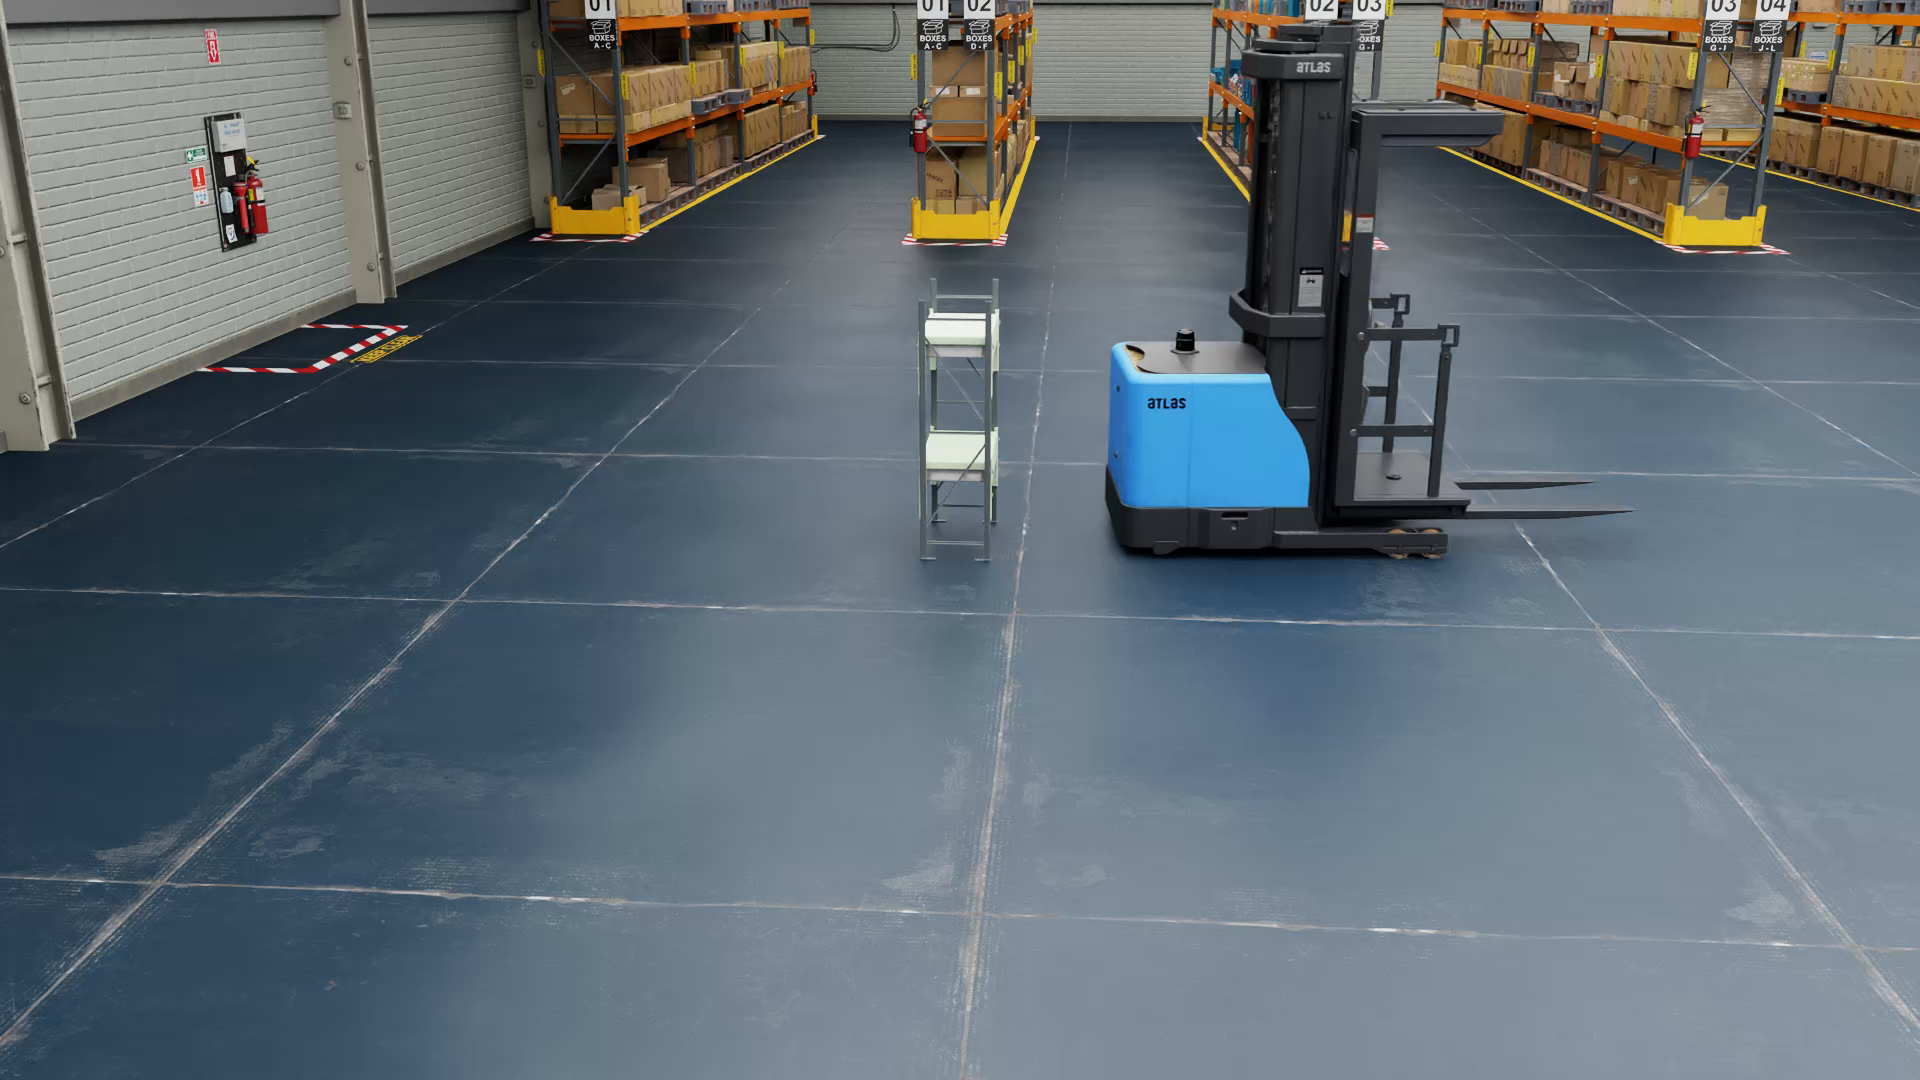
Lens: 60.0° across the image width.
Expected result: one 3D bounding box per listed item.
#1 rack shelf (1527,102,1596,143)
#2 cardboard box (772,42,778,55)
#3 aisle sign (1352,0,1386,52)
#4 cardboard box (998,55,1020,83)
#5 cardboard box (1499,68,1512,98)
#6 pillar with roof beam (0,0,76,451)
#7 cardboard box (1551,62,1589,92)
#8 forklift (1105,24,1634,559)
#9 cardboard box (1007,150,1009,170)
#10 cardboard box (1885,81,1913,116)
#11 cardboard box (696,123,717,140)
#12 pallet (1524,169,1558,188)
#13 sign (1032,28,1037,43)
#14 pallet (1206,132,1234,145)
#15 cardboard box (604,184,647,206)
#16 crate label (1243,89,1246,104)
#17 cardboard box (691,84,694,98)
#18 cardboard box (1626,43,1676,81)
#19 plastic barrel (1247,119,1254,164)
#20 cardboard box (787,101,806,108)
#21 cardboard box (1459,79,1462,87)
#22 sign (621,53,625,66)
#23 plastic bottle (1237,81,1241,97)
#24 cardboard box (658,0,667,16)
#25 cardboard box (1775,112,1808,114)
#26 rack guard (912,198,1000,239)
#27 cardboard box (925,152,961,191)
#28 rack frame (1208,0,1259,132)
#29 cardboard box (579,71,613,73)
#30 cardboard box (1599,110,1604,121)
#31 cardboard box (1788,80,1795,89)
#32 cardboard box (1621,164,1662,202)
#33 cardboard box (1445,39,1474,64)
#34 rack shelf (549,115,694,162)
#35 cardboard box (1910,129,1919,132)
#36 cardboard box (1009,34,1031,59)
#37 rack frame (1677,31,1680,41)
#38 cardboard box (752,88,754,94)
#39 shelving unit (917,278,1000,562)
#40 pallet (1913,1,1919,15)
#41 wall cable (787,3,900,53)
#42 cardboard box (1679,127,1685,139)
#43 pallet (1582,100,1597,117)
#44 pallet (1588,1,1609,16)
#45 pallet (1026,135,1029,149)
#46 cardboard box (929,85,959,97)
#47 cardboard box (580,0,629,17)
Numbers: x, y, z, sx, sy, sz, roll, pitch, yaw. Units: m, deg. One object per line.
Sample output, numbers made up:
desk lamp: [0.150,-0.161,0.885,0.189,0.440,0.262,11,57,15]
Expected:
rack shelf: [10.259,-6.805,27.030,1.077,0.370,4.000,1,18,4]
cardboard box: [-3.911,-9.746,32.975,0.500,0.250,0.500,2,18,5]
aisle sign: [5.175,-6.601,21.075,0.394,0.787,0.004,1,18,4]
cardboard box: [0.743,-8.930,31.523,0.700,0.500,0.500,-3,18,-10]
cardboard box: [10.303,-8.449,30.729,0.500,0.500,0.500,2,18,5]
pillar with roof beam: [-2.372,-4.880,10.364,9.100,9.000,0.400,1,18,4]
cardboard box: [10.403,-7.847,28.218,0.500,0.500,0.500,-1,18,-3]
forklift: [2.433,-1.450,9.642,3.031,2.935,1.130,0,18,-1]
cardboard box: [0.513,-6.030,26.351,0.500,0.311,0.500,1,18,4]
cardboard box: [14.898,-6.913,26.044,0.500,0.500,0.500,1,18,4]
cardboard box: [-4.523,-7.077,28.808,0.500,0.250,0.500,2,18,5]
pallet: [10.345,-6.201,28.507,1.003,0.211,1.213,1,18,4]
sign: [1.647,-11.157,36.788,0.100,0.325,0.005,1,18,4]
pallet: [5.937,-8.783,36.389,1.003,0.211,1.213,1,18,4]
cardboard box: [-4.813,-4.937,23.783,0.500,0.311,0.500,3,18,8]
crate label: [5.058,-7.677,28.803,0.303,0.233,0.416,1,18,4]
cardboard box: [-4.636,-7.272,26.430,0.700,0.500,0.500,1,18,4]
cardboard box: [9.759,-6.745,23.447,0.500,0.500,0.500,1,18,4]
plastic barrel: [5.480,-7.199,29.888,0.600,0.830,0.708,1,18,4]
cardboard box: [-3.624,-9.641,36.827,0.380,0.149,0.250,1,18,3]
cardboard box: [10.476,-9.392,34.173,0.380,0.149,0.250,1,18,3]
sign: [-5.260,-7.419,25.889,0.100,0.325,0.005,1,18,4]
plastic bottle: [5.147,-8.314,30.665,0.061,0.283,0.133,1,18,4]
cardboard box: [-4.547,-7.848,24.047,0.500,0.500,0.500,1,18,2]
cardboard box: [15.828,-8.000,31.655,0.500,0.250,0.500,1,18,2]
rack guard: [-0.054,-4.311,22.276,1.175,0.500,0.348,1,18,4]
cardboard box: [-0.253,-5.239,23.633,0.500,0.500,0.500,1,18,4]
rack frame: [6.035,-10.363,36.734,1.000,3.000,0.127,1,18,4]
cardboard box: [-5.093,-6.378,23.575,0.500,0.500,0.500,1,18,2]
cardboard box: [9.800,-6.347,24.878,0.380,0.149,0.250,1,18,4]
cardboard box: [14.978,-8.104,29.567,0.380,0.149,0.250,1,18,3]
cardboard box: [10.013,-5.236,24.426,0.500,0.500,0.500,7,20,21]
cardboard box: [10.636,-10.381,35.346,0.500,0.500,0.500,1,18,3]
rack shelf: [-4.850,-5.895,24.251,1.077,0.370,4.000,1,18,4]
cardboard box: [20.912,-8.807,35.422,0.875,0.438,0.875,1,18,2]
cardboard box: [1.233,-10.376,35.005,0.500,0.500,0.500,2,18,6]
rack frame: [15.915,-10.111,35.962,1.000,3.000,0.127,1,18,4]
cardboard box: [-4.101,-8.487,31.380,0.380,0.149,0.250,2,18,5]
shelving unit: [0.000,-0.711,9.683,0.431,1.500,0.755,1,18,4]
pallet: [15.072,-8.004,25.023,0.805,0.209,1.217,1,18,2]
wall cable: [-3.084,-13.709,42.294,3.097,2.526,0.112,1,18,4]
cardboard box: [9.662,-5.335,21.791,0.380,0.149,0.250,1,18,4]
pallet: [10.315,-6.669,25.766,1.003,0.211,1.213,1,18,4]
pallet: [10.266,-8.052,25.162,1.213,0.211,1.003,1,18,4]
pallet: [0.943,-8.501,35.528,1.003,0.211,1.213,1,18,4]
cardboard box: [-0.215,-5.985,22.168,0.380,0.149,0.250,1,18,3]
cardboard box: [-4.720,-7.196,22.057,0.500,0.500,0.500,2,18,5]
